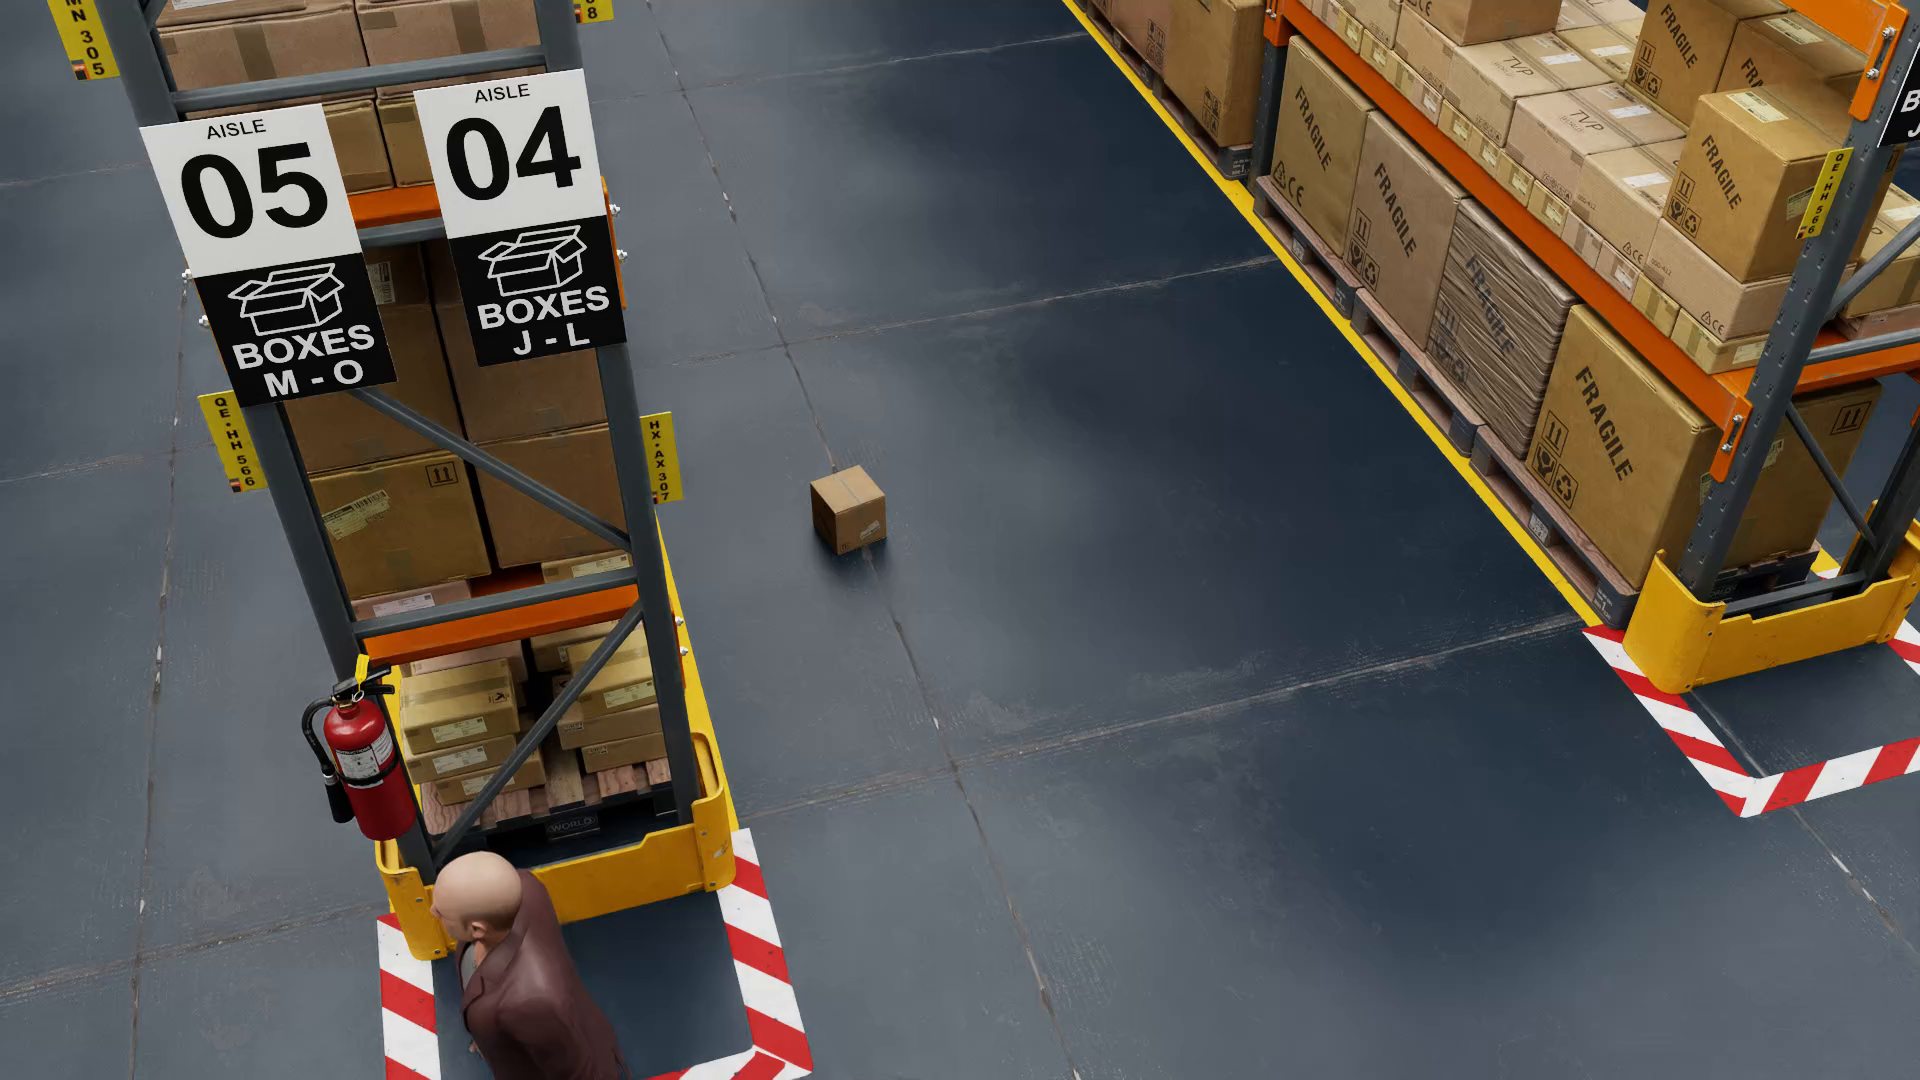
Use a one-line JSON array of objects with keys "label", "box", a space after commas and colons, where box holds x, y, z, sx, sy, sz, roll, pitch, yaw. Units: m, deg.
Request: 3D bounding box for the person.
[{"label": "person", "box": [-1.083, 1.459, 4.537, 0.555, 1.831, 0.611, -10, 43, -11]}]
